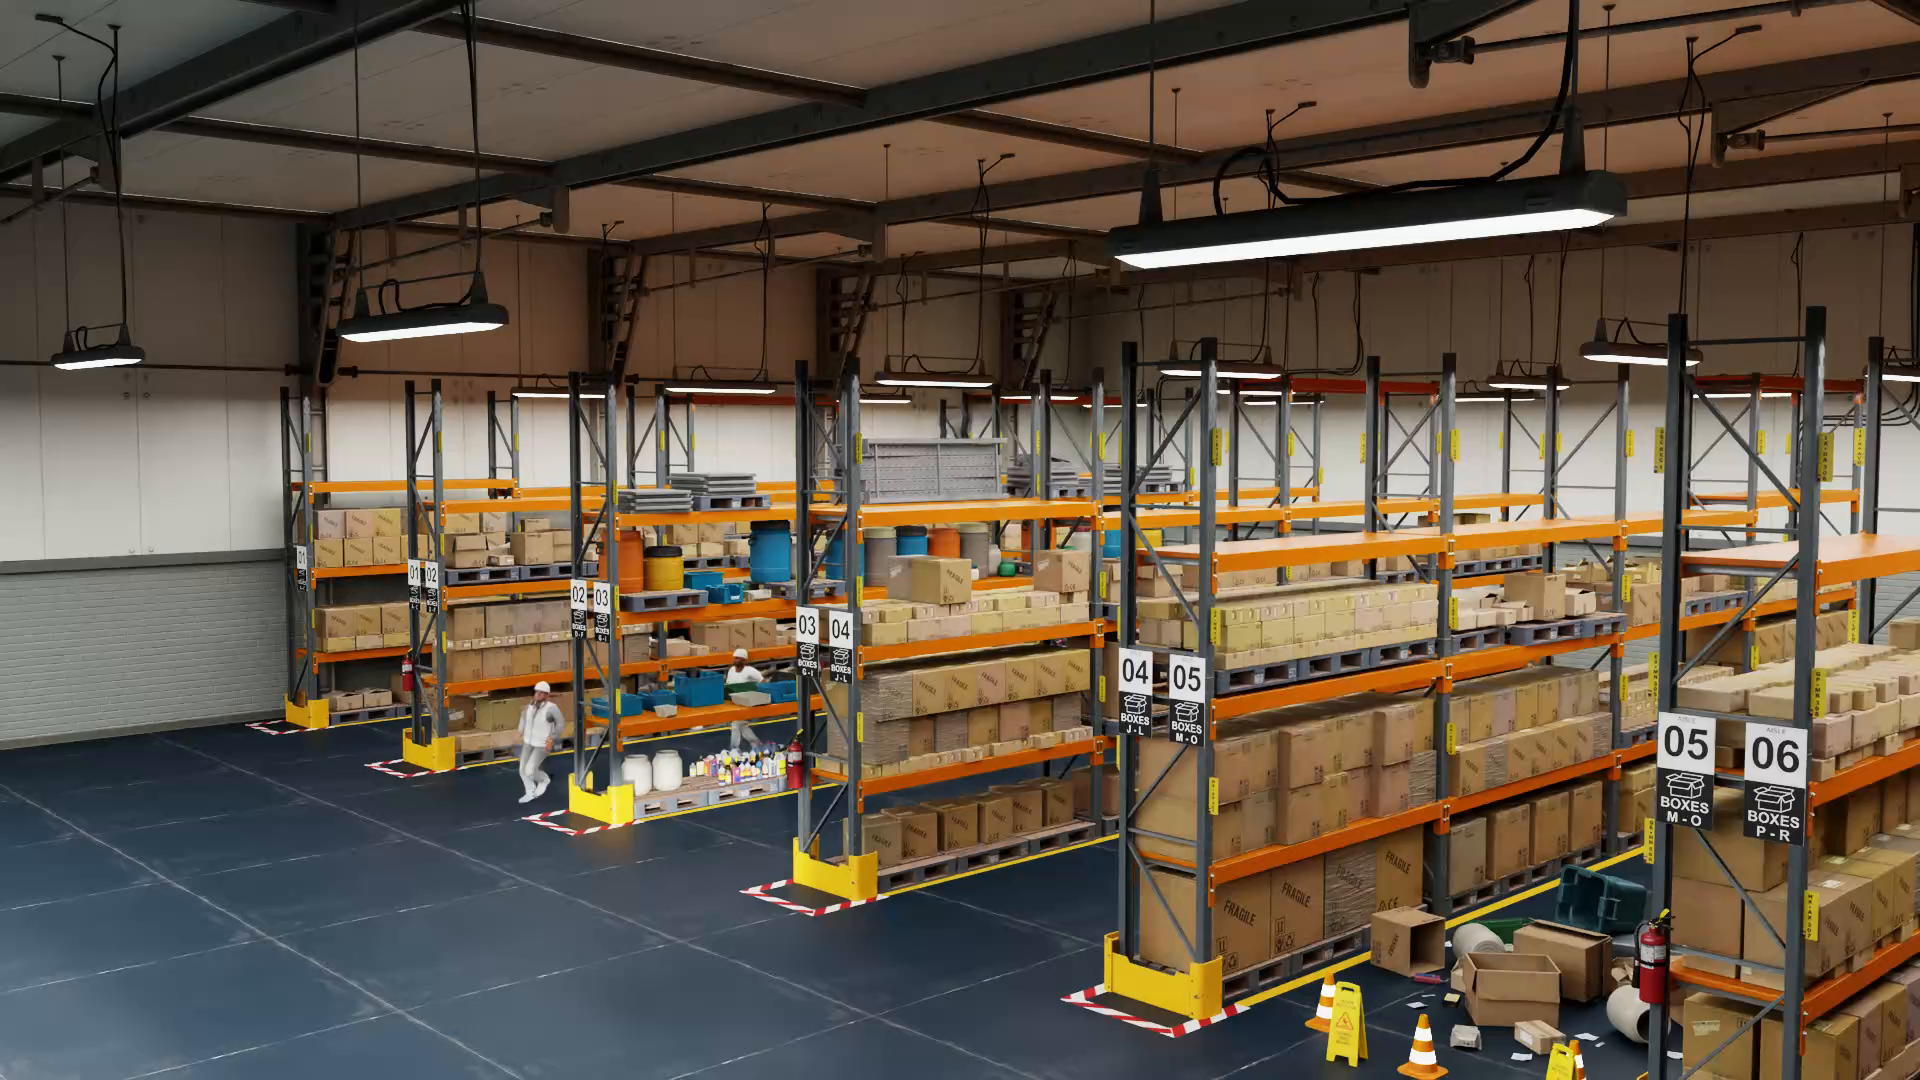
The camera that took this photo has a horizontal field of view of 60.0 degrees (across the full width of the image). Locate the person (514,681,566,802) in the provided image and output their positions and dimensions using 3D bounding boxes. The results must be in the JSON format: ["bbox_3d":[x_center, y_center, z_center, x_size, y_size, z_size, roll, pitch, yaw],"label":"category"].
[{"bbox_3d":[-5.903,2.832,23.249,0.712,1.719,0.520,2,4,27],"label":"person"}]

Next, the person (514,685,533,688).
[{"bbox_3d":[-7.600,2.447,28.787,0.650,1.744,0.602,3,5,37],"label":"person"}]

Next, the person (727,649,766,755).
[{"bbox_3d":[-3.440,2.581,26.101,0.705,1.758,0.911,4,5,44],"label":"person"}]

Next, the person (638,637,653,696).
[{"bbox_3d":[-5.933,2.346,31.191,0.615,1.647,0.569,3,5,39],"label":"person"}]

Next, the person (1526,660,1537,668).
[{"bbox_3d":[8.969,2.700,26.216,0.594,1.588,0.590,3,5,39],"label":"person"}]
